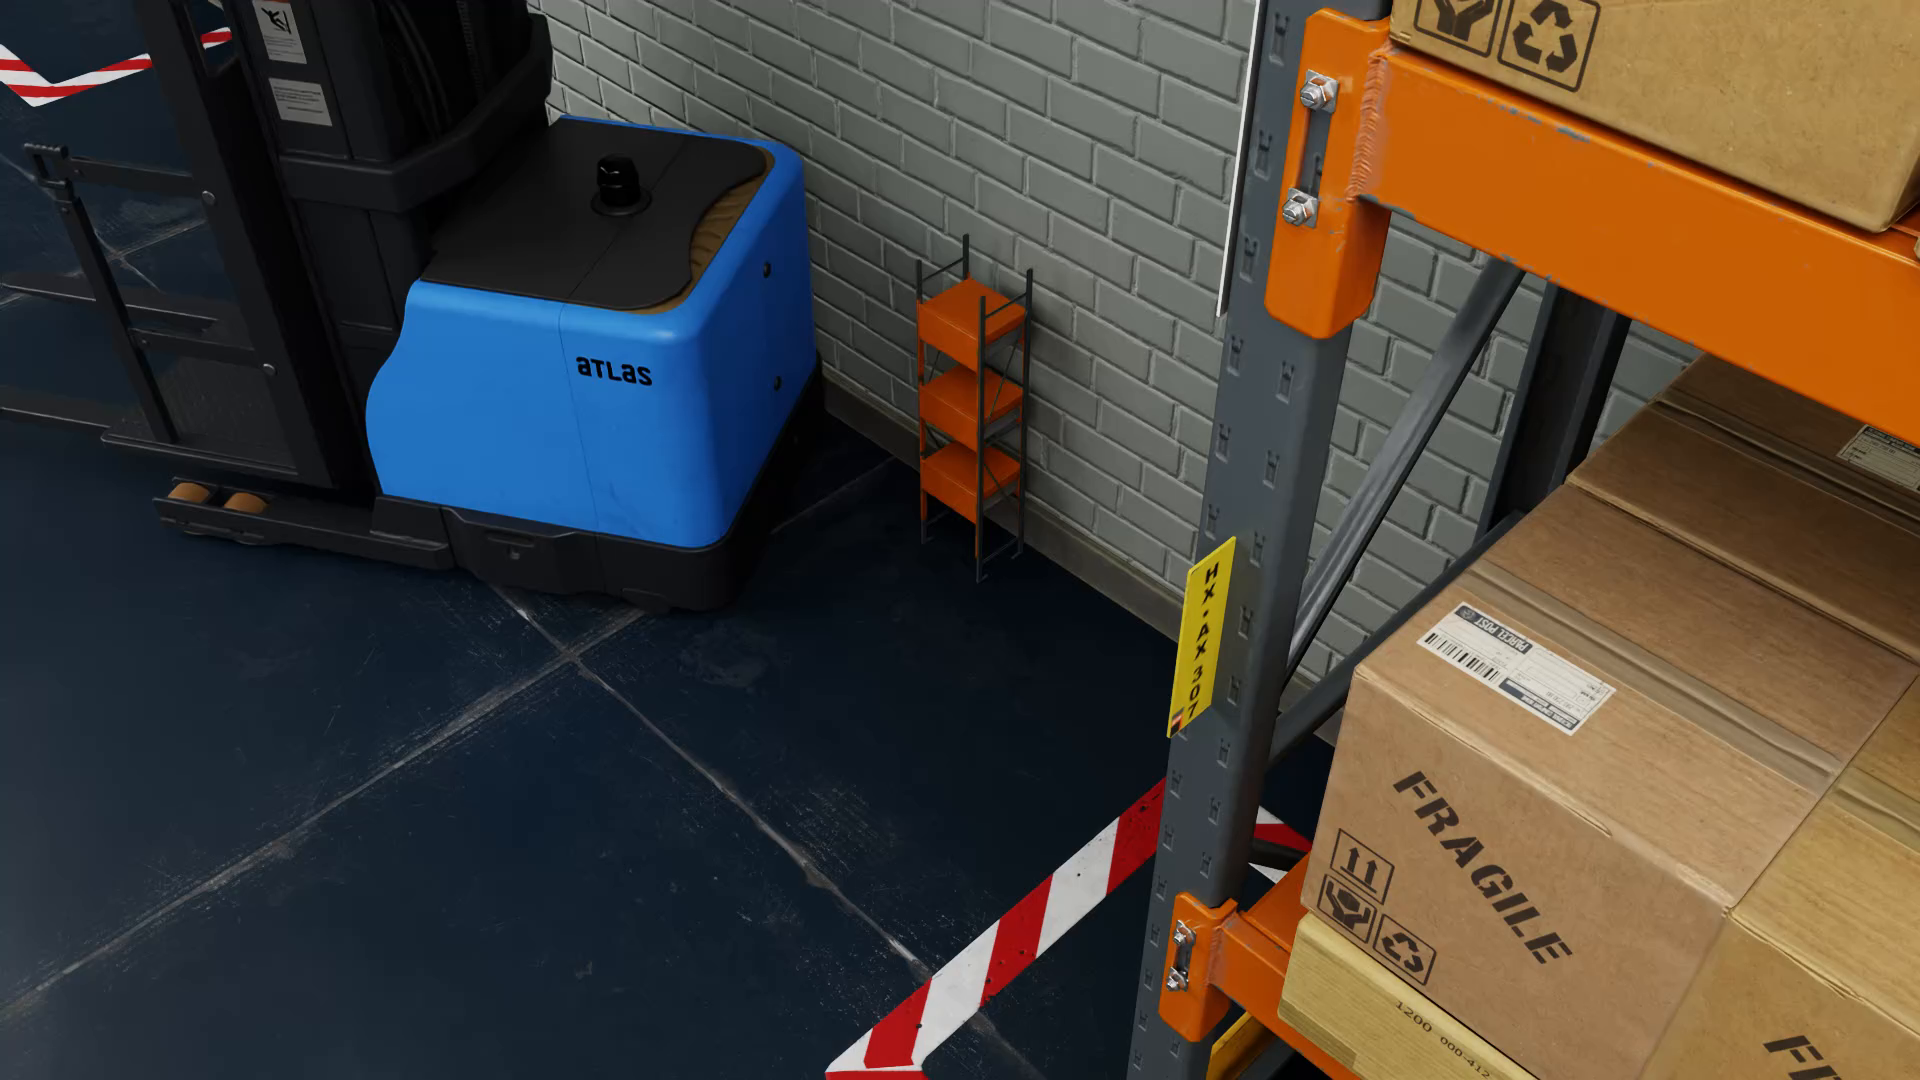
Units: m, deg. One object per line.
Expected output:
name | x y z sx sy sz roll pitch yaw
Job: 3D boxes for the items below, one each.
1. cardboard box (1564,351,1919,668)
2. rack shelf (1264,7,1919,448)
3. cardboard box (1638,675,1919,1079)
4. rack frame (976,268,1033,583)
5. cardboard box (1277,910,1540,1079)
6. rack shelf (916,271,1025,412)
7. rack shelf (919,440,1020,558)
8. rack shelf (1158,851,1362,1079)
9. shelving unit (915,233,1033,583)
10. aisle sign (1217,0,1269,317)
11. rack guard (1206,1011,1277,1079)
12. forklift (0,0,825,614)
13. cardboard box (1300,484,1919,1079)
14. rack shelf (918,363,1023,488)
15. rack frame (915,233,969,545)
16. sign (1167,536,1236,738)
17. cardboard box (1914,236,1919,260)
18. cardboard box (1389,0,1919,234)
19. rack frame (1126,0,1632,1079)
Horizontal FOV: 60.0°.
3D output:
cardboard box | 1.195 0.091 2.485 0.500 0.500 0.500 34 52 31
rack shelf | 2.124 0.317 1.016 1.077 0.370 4.000 -34 53 -31
cardboard box | 1.178 0.582 1.953 0.500 0.500 0.500 -34 52 -31
rack frame | 0.124 -0.301 4.802 0.200 1.050 0.008 -34 53 -31
cardboard box | 0.832 0.628 2.456 0.500 0.250 0.500 33 52 30
rack shelf | 0.038 -0.561 4.680 0.215 0.259 0.240 -34 53 -31
rack shelf | 0.038 -0.148 5.062 0.215 0.259 0.240 -34 53 -31
rack shelf | 2.124 1.419 2.034 1.077 0.370 4.000 -34 53 -31
shelving unit | 0.038 -0.360 4.866 0.215 1.050 0.252 -34 53 -31
aisle sign | 0.449 -0.652 1.830 0.394 0.787 0.004 -34 53 -31
rack guard | 0.766 1.148 3.639 1.175 0.500 0.348 -34 53 -31
forklift | -2.027 -1.397 4.602 3.031 2.935 1.130 10 44 10
cardboard box | 0.836 0.340 2.216 0.500 0.500 0.500 -34 53 -31
rack shelf | 0.038 -0.352 4.873 0.215 0.259 0.240 -34 53 -31
rack frame | -0.048 -0.418 4.929 0.200 1.050 0.008 -34 53 -31
sign | 0.328 0.136 2.255 0.100 0.325 0.005 -34 53 -31
cardboard box | 1.125 -0.396 1.170 0.500 0.500 0.500 -31 51 -29
cardboard box | 0.771 -0.671 1.468 0.500 0.500 0.500 -33 52 -30
rack frame | 0.712 0.194 2.830 1.000 3.000 0.127 -34 53 -31
